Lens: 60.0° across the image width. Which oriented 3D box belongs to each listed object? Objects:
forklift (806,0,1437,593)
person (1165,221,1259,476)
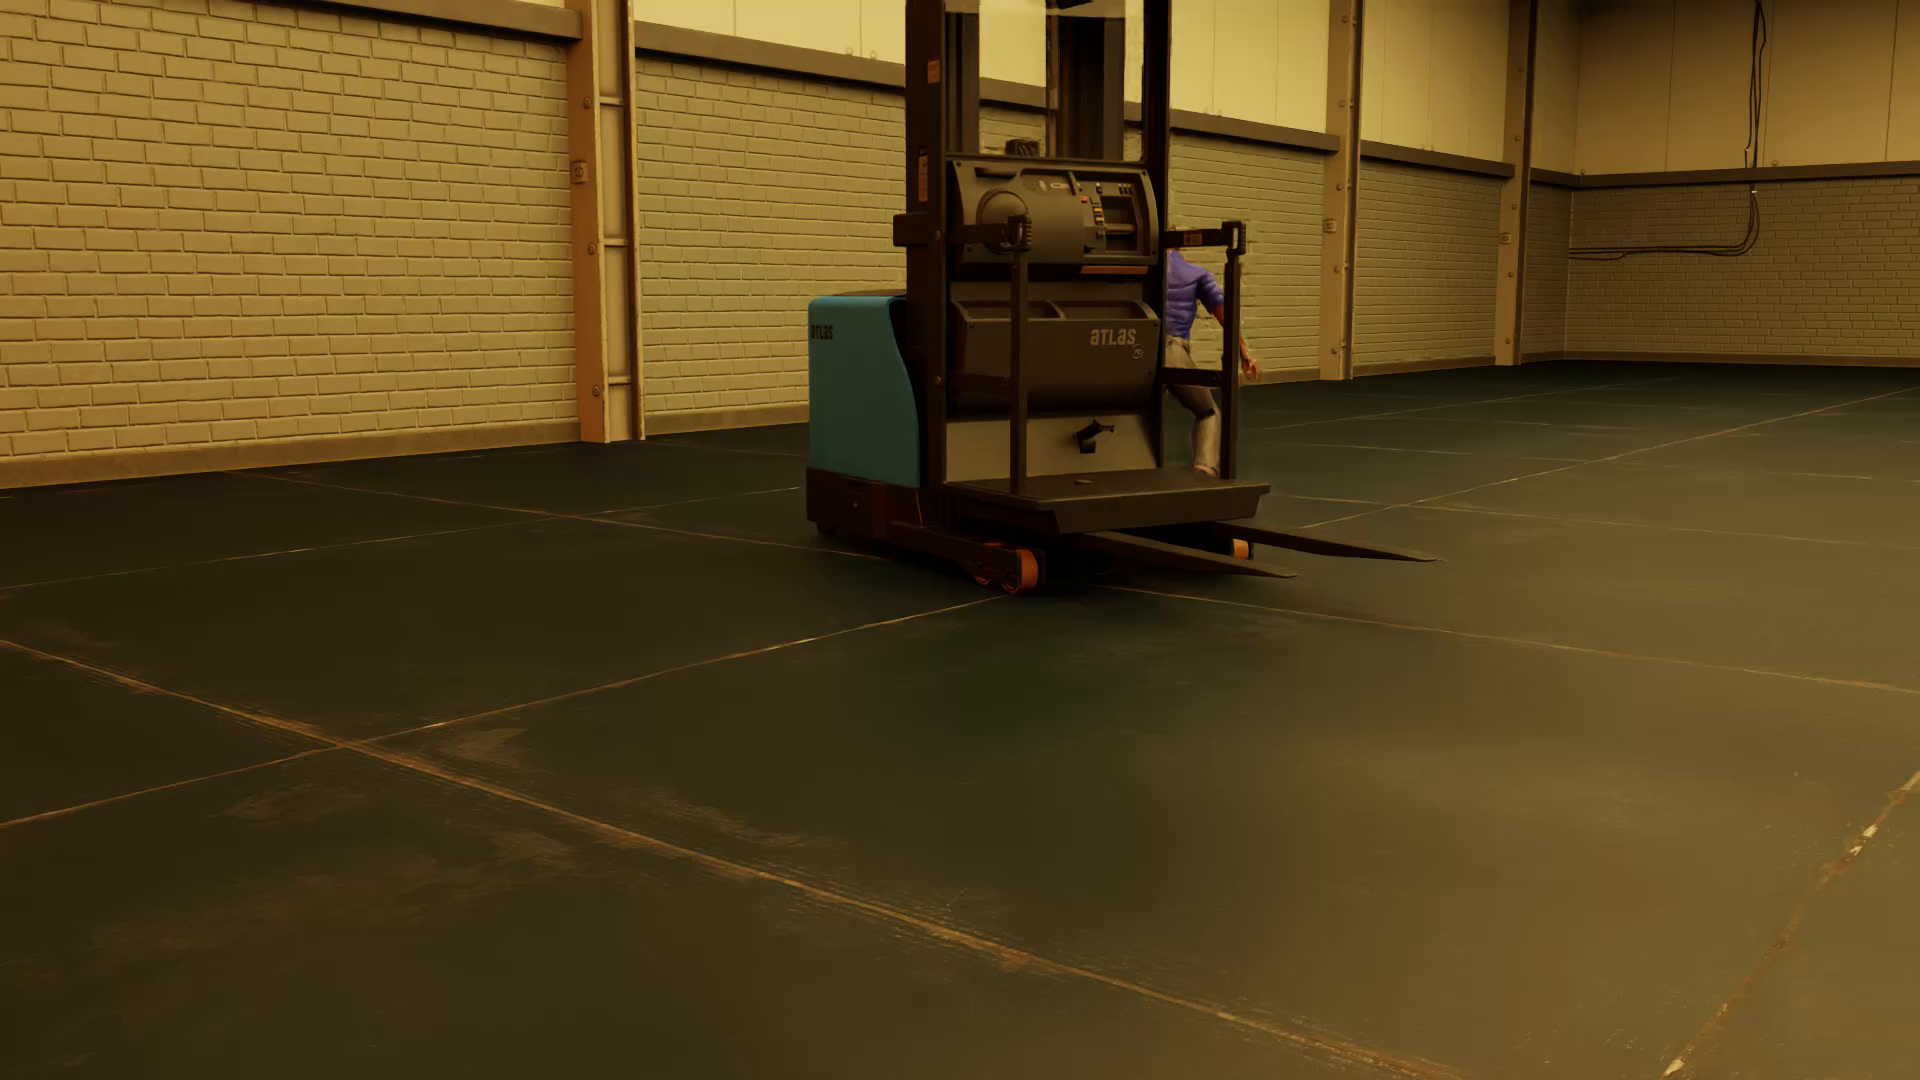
[{"bbox_3d":[0.497,-1.331,6.379,1.130,2.935,3.031,-5,10,-31],"label":"forklift"},{"bbox_3d":[1.120,-0.908,8.729,0.916,1.536,0.461,2,9,15],"label":"person"}]
